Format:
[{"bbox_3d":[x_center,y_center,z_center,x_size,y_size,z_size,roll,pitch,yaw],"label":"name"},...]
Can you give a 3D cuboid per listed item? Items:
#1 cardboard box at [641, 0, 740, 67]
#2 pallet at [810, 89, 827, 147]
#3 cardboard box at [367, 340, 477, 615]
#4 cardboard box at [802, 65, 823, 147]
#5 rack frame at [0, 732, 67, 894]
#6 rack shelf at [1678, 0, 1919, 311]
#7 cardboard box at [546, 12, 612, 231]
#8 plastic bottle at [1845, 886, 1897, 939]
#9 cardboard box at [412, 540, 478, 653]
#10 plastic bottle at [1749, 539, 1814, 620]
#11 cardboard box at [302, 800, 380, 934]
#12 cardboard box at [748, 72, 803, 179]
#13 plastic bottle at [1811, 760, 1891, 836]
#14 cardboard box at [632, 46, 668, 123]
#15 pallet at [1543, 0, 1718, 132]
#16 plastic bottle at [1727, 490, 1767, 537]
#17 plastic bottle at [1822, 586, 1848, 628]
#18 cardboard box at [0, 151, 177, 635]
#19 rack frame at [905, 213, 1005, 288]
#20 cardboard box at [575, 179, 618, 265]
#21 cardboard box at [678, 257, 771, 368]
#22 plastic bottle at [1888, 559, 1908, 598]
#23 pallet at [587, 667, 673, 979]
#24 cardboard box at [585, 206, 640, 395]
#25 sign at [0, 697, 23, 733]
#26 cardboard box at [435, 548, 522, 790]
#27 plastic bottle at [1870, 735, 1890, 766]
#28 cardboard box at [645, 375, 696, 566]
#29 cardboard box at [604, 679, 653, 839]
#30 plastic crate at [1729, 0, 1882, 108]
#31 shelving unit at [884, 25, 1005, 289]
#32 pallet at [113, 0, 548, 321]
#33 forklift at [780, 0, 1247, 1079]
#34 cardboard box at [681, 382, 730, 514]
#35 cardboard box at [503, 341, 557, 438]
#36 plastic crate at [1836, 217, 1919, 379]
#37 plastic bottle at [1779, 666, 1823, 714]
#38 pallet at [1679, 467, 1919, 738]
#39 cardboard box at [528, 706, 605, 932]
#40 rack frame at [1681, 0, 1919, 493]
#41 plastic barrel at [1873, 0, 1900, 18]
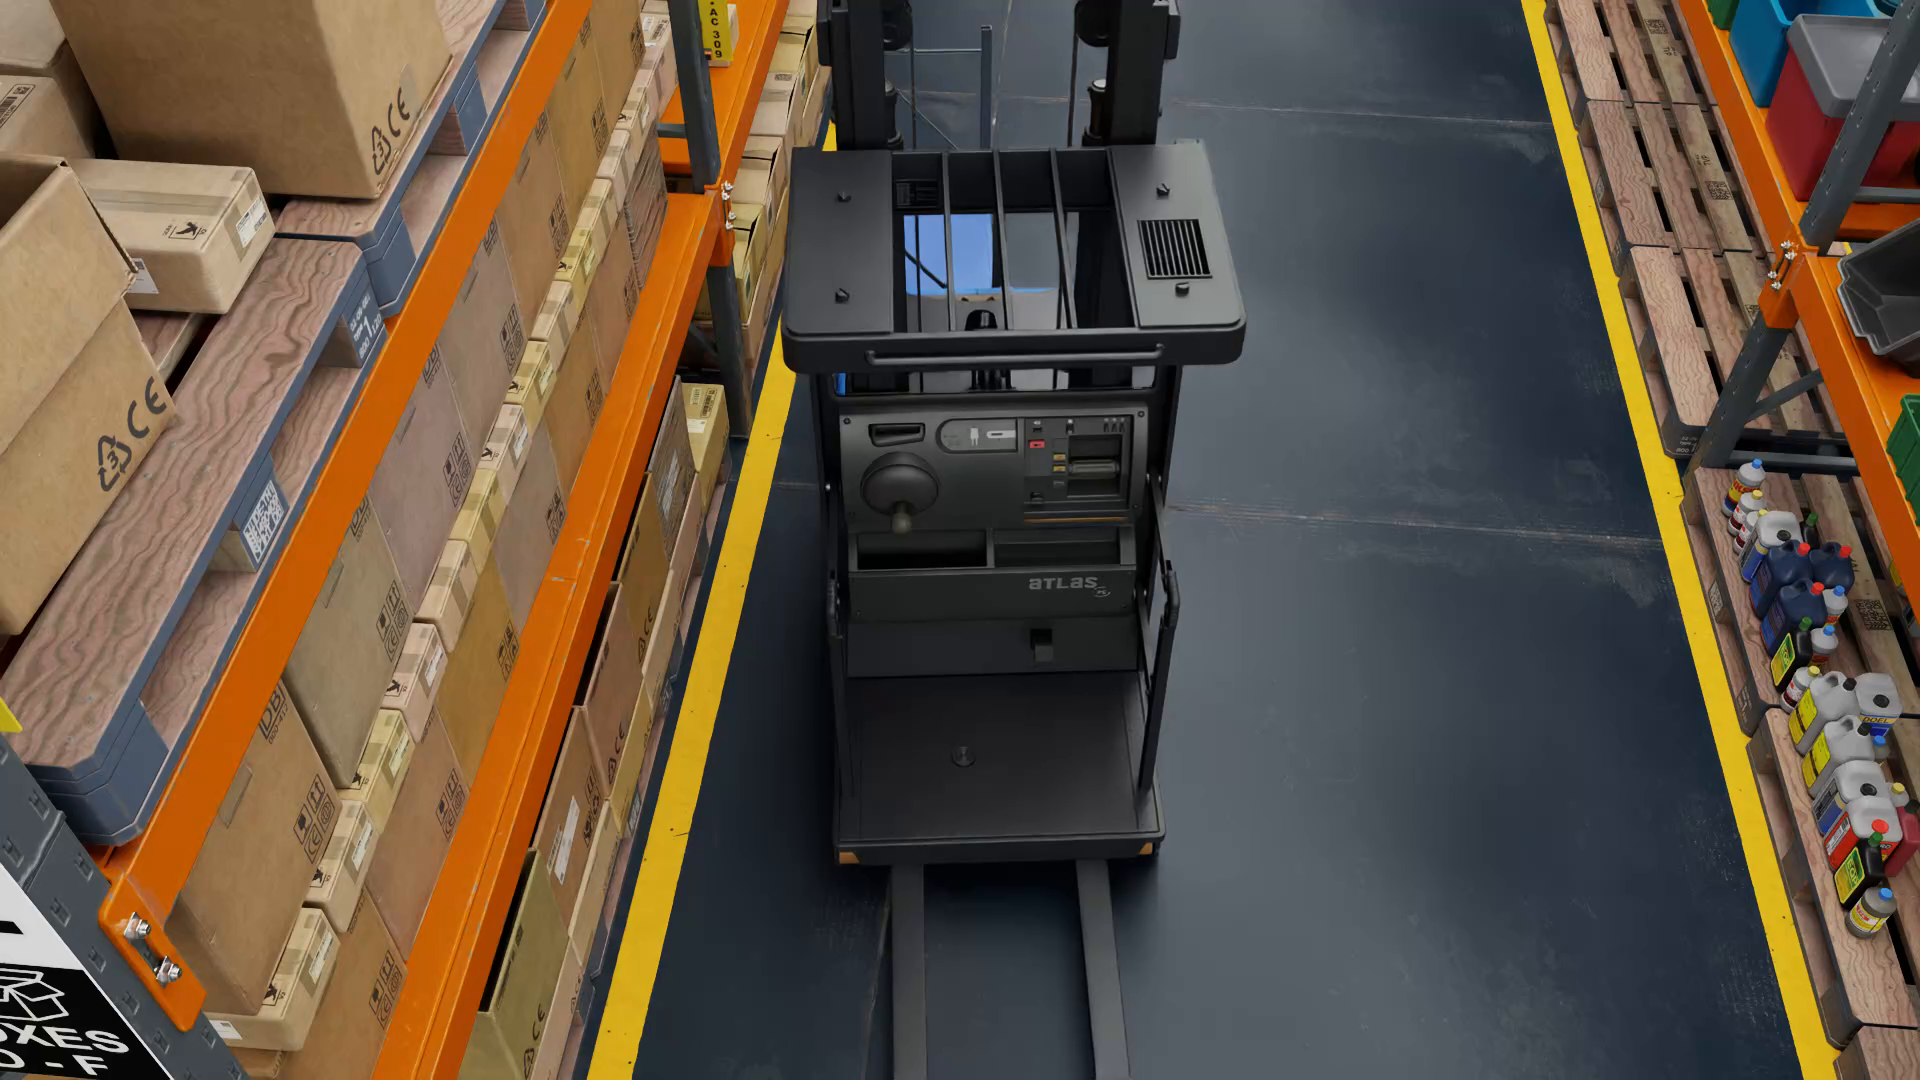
[{"bbox_3d":[-1.118,-2.075,6.811,0.380,0.149,0.250,4,48,4],"label":"cardboard box"},{"bbox_3d":[-1.266,-2.024,8.484,1.003,0.211,1.213,4,48,4],"label":"pallet"},{"bbox_3d":[-1.619,-0.193,3.973,0.700,0.500,0.500,4,48,4],"label":"cardboard box"},{"bbox_3d":[-0.979,-2.146,8.285,0.500,0.250,0.500,5,48,4],"label":"cardboard box"},{"bbox_3d":[-1.767,-0.608,1.233,1.000,3.000,0.127,4,48,4],"label":"rack frame"},{"bbox_3d":[3.712,-2.413,7.438,1.077,0.370,4.000,4,48,4],"label":"rack shelf"},{"bbox_3d":[-1.481,-1.296,4.982,0.700,0.500,0.500,4,48,3],"label":"cardboard box"},{"bbox_3d":[2.896,1.170,5.271,0.097,0.201,0.097,0,48,0],"label":"plastic bottle"},{"bbox_3d":[-1.424,0.132,4.115,0.380,0.149,0.250,2,48,2],"label":"cardboard box"},{"bbox_3d":[3.043,0.124,6.126,0.144,0.351,0.185,5,48,5],"label":"plastic bottle"},{"bbox_3d":[-1.495,0.696,3.599,0.380,0.149,0.250,3,48,3],"label":"cardboard box"},{"bbox_3d":[-1.020,-1.960,7.735,0.500,0.311,0.500,2,48,2],"label":"cardboard box"},{"bbox_3d":[2.959,0.859,5.505,0.152,0.276,0.135,3,48,2],"label":"plastic bottle"},{"bbox_3d":[-1.214,-1.561,5.663,0.380,0.149,0.250,4,48,3],"label":"cardboard box"},{"bbox_3d":[3.785,-2.618,9.027,1.003,0.211,1.213,4,48,4],"label":"pallet"},{"bbox_3d":[3.055,-0.111,6.443,0.097,0.201,0.097,0,48,0],"label":"plastic bottle"},{"bbox_3d":[3.150,0.266,6.051,0.097,0.271,0.097,0,48,0],"label":"plastic bottle"},{"bbox_3d":[-1.710,-0.241,2.481,0.797,0.503,0.637,7,48,6],"label":"cardboard box"},{"bbox_3d":[-0.087,-0.774,6.467,0.500,1.500,0.032,-1,48,-1],"label":"rack frame"},{"bbox_3d":[-1.283,-0.993,5.144,0.380,0.149,0.250,4,48,3],"label":"cardboard box"},{"bbox_3d":[-1.119,-1.016,7.251,0.500,0.250,0.500,3,48,3],"label":"cardboard box"},{"bbox_3d":[3.615,0.042,6.202,0.144,0.351,0.185,4,48,4],"label":"plastic bottle"},{"bbox_3d":[-1.625,0.899,5.810,1.003,0.211,1.213,4,48,4],"label":"pallet"},{"bbox_3d":[-1.478,-0.841,5.445,0.700,0.500,0.500,3,48,3],"label":"cardboard box"},{"bbox_3d":[-1.215,0.125,1.950,0.100,0.325,0.005,4,48,4],"label":"sign"},{"bbox_3d":[-1.618,0.290,4.410,0.700,0.500,0.500,4,48,4],"label":"cardboard box"},{"bbox_3d":[3.095,0.739,5.666,0.097,0.201,0.097,0,48,0],"label":"plastic bottle"},{"bbox_3d":[-1.284,-0.267,6.058,0.500,0.500,0.500,4,48,4],"label":"cardboard box"},{"bbox_3d":[-1.358,0.722,5.661,0.500,0.250,0.500,4,48,4],"label":"cardboard box"},{"bbox_3d":[3.321,-2.012,6.595,0.392,0.384,0.575,4,48,4],"label":"plastic crate"},{"bbox_3d":[-0.105,-1.149,6.810,0.538,1.500,1.048,-1,48,-1],"label":"shelving unit"},{"bbox_3d":[-1.568,-0.982,3.669,1.003,0.211,1.213,4,48,4],"label":"pallet"},{"bbox_3d":[0.113,-0.121,4.900,1.130,2.935,3.031,-1,48,-1],"label":"forklift"},{"bbox_3d":[-1.227,-0.381,6.670,0.500,0.250,0.500,4,48,4],"label":"cardboard box"},{"bbox_3d":[-1.352,-0.432,4.631,0.380,0.149,0.250,5,48,5],"label":"cardboard box"},{"bbox_3d":[3.356,-0.789,5.507,0.767,0.338,0.504,4,48,4],"label":"plastic crate"},{"bbox_3d":[2.977,0.520,5.866,0.097,0.201,0.097,0,48,0],"label":"plastic bottle"},{"bbox_3d":[3.427,0.245,6.408,1.003,0.211,1.213,4,48,4],"label":"pallet"},{"bbox_3d":[-1.420,0.835,5.050,0.500,0.500,0.500,4,48,4],"label":"cardboard box"},{"bbox_3d":[3.530,-1.186,5.828,1.000,3.000,0.127,4,48,4],"label":"rack frame"},{"bbox_3d":[3.803,-2.102,6.759,0.301,0.262,0.301,0,48,0],"label":"plastic barrel"}]
